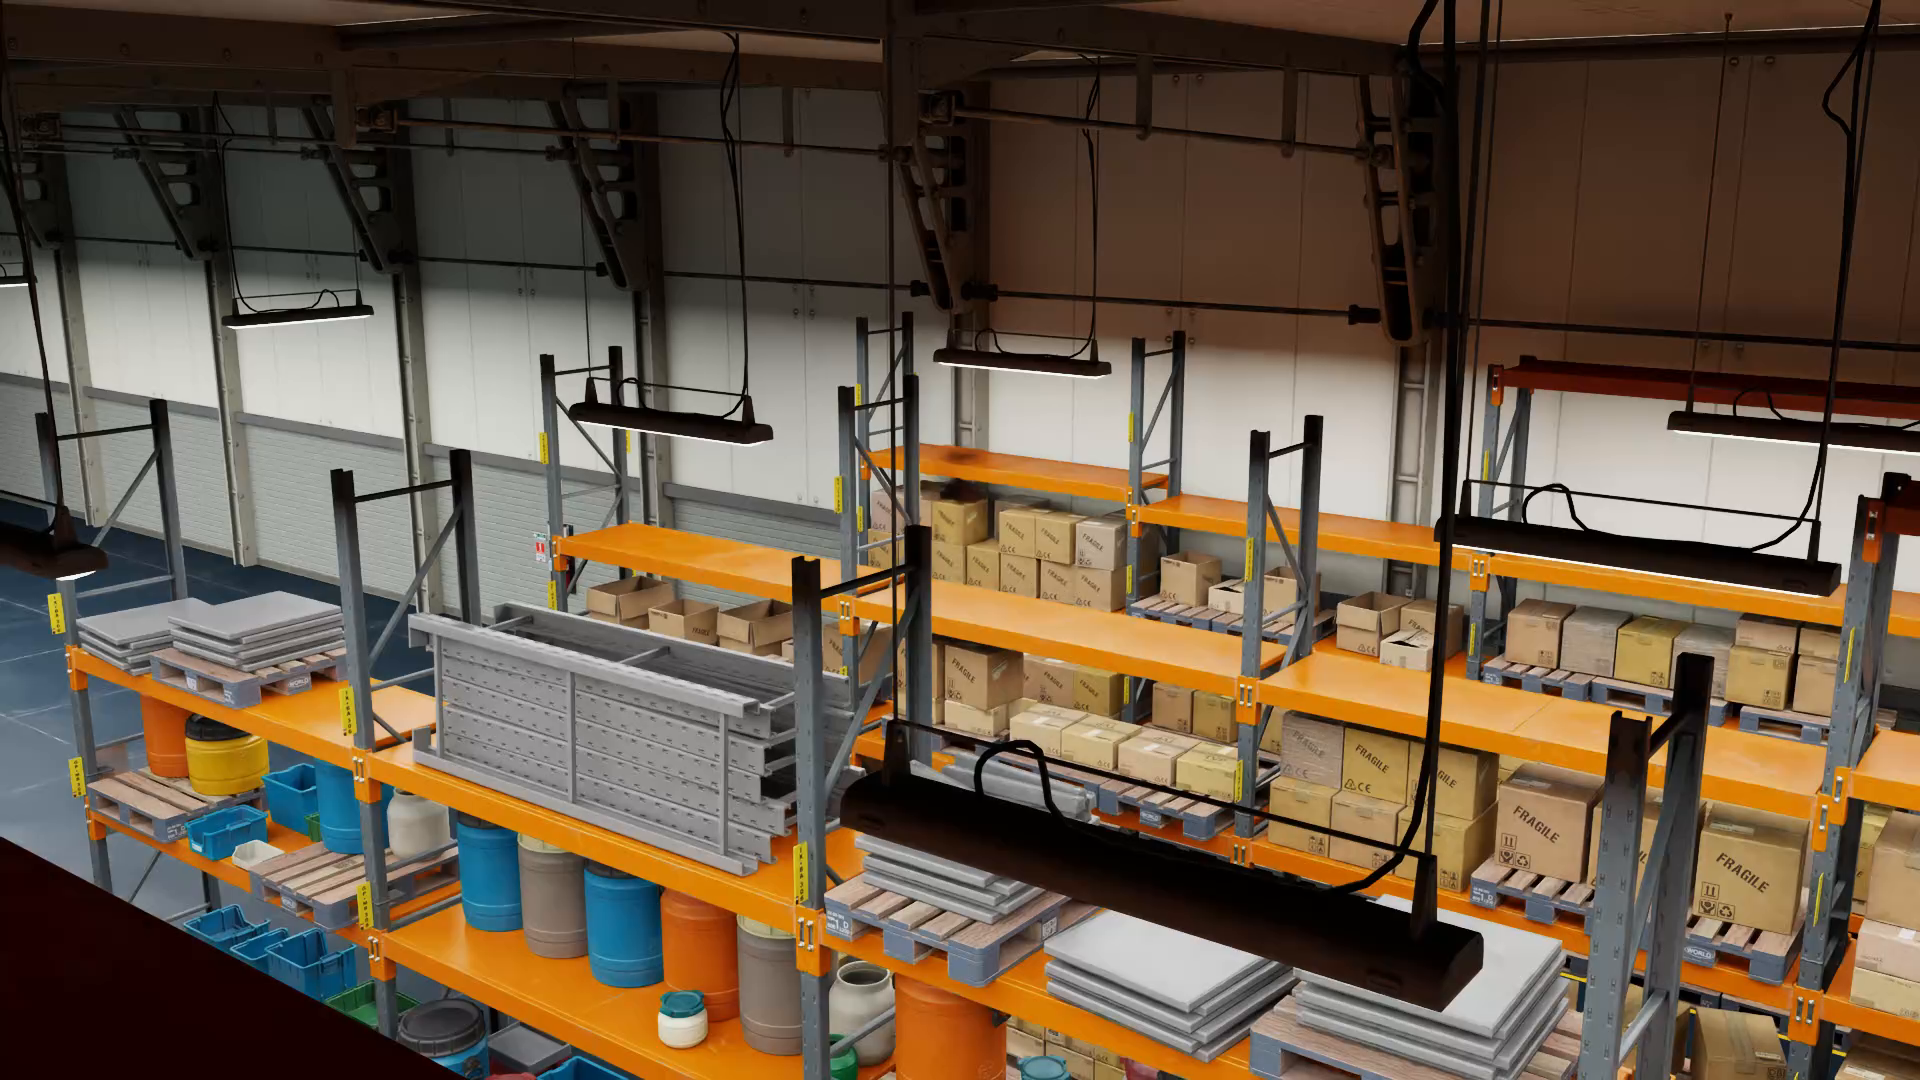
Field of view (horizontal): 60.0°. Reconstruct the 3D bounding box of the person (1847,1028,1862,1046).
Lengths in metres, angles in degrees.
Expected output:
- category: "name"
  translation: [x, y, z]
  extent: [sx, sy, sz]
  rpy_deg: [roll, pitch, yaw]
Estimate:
- category: "person"
  translation: [7.647, 4.076, 13.783]
  extent: [0.620, 1.797, 0.630]
  rpy_deg: [-7, 15, -29]
